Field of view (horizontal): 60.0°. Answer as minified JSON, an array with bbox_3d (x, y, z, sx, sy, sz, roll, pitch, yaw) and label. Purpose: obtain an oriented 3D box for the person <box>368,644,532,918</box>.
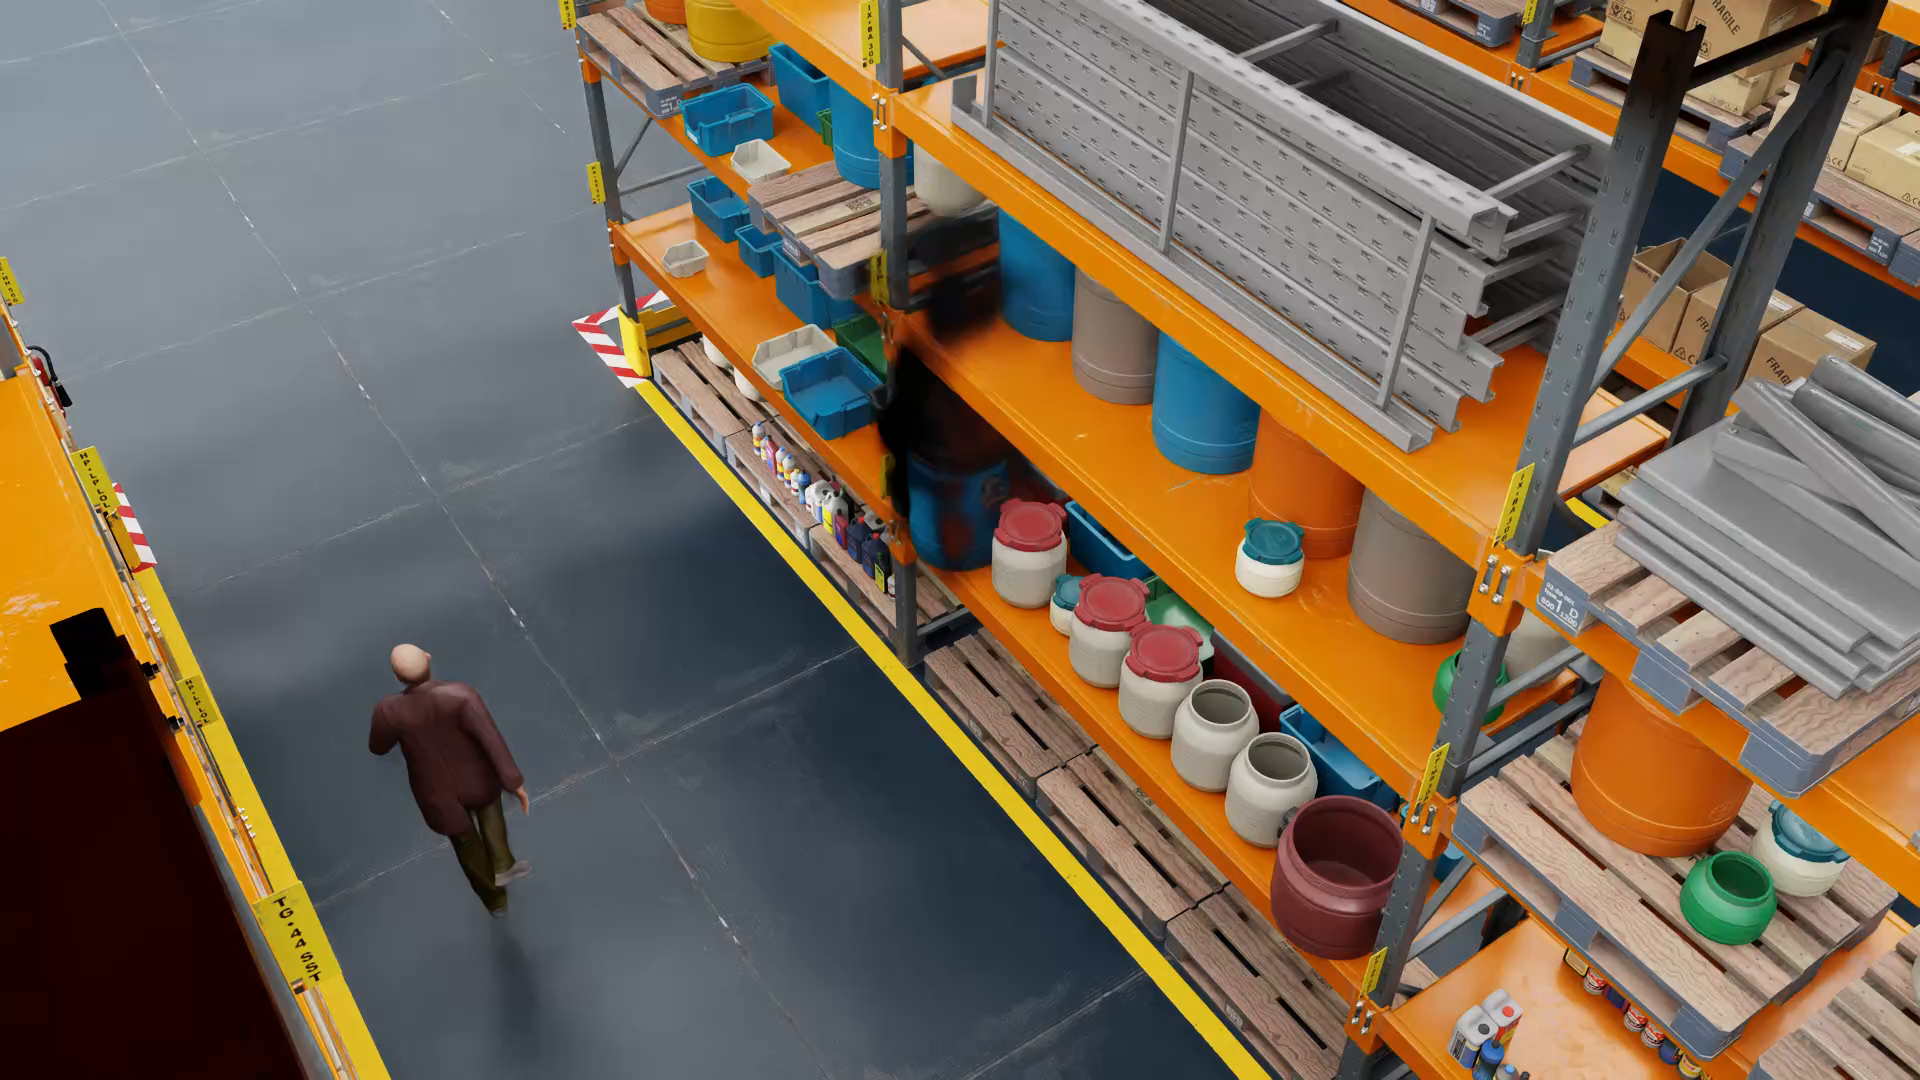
[{"bbox_3d":[-2.671,1.209,8.737,0.712,1.756,0.814,-14,44,-14],"label":"person"}]
